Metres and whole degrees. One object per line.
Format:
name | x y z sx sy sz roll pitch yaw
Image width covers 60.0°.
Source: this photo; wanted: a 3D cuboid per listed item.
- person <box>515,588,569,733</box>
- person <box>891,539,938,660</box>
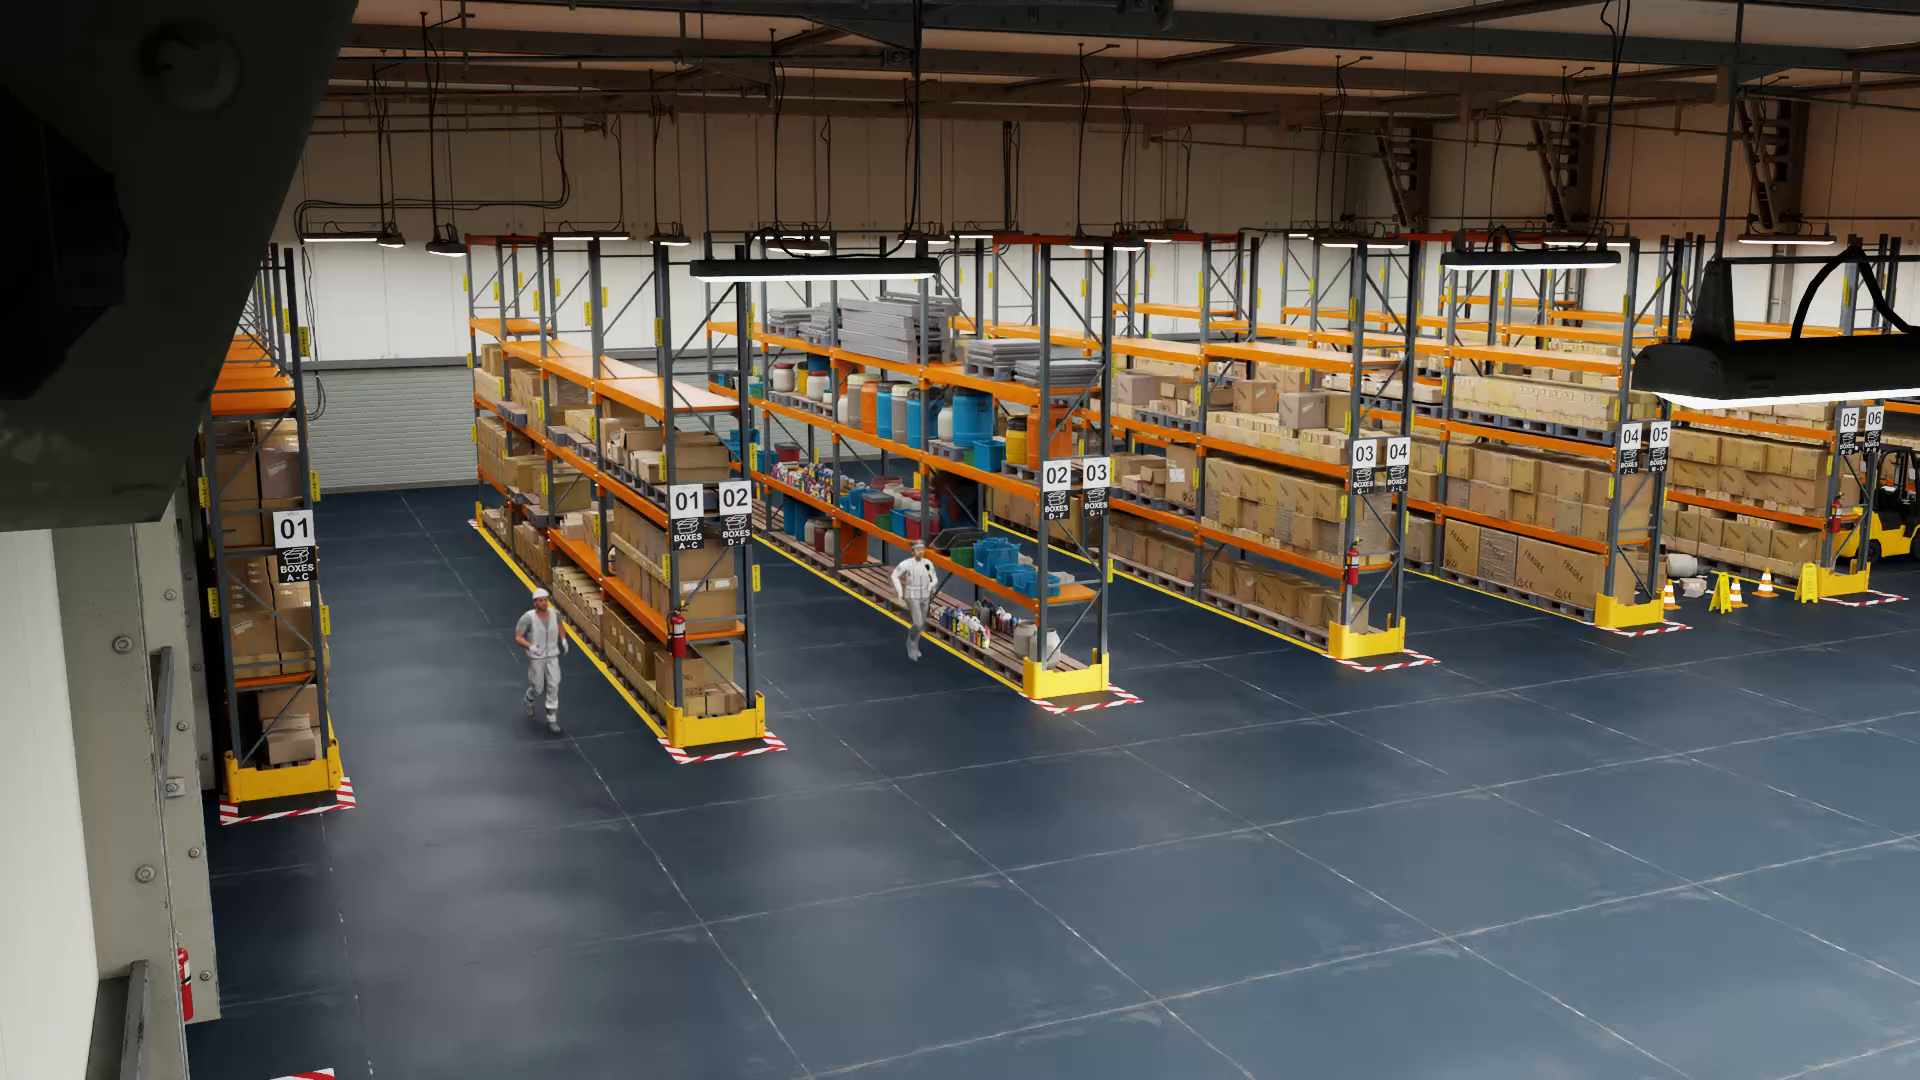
person | -5.240 1.473 20.875 0.685 1.790 0.833 -7 13 -34
person | -0.575 0.826 22.962 0.593 1.702 0.620 -5 12 -26
